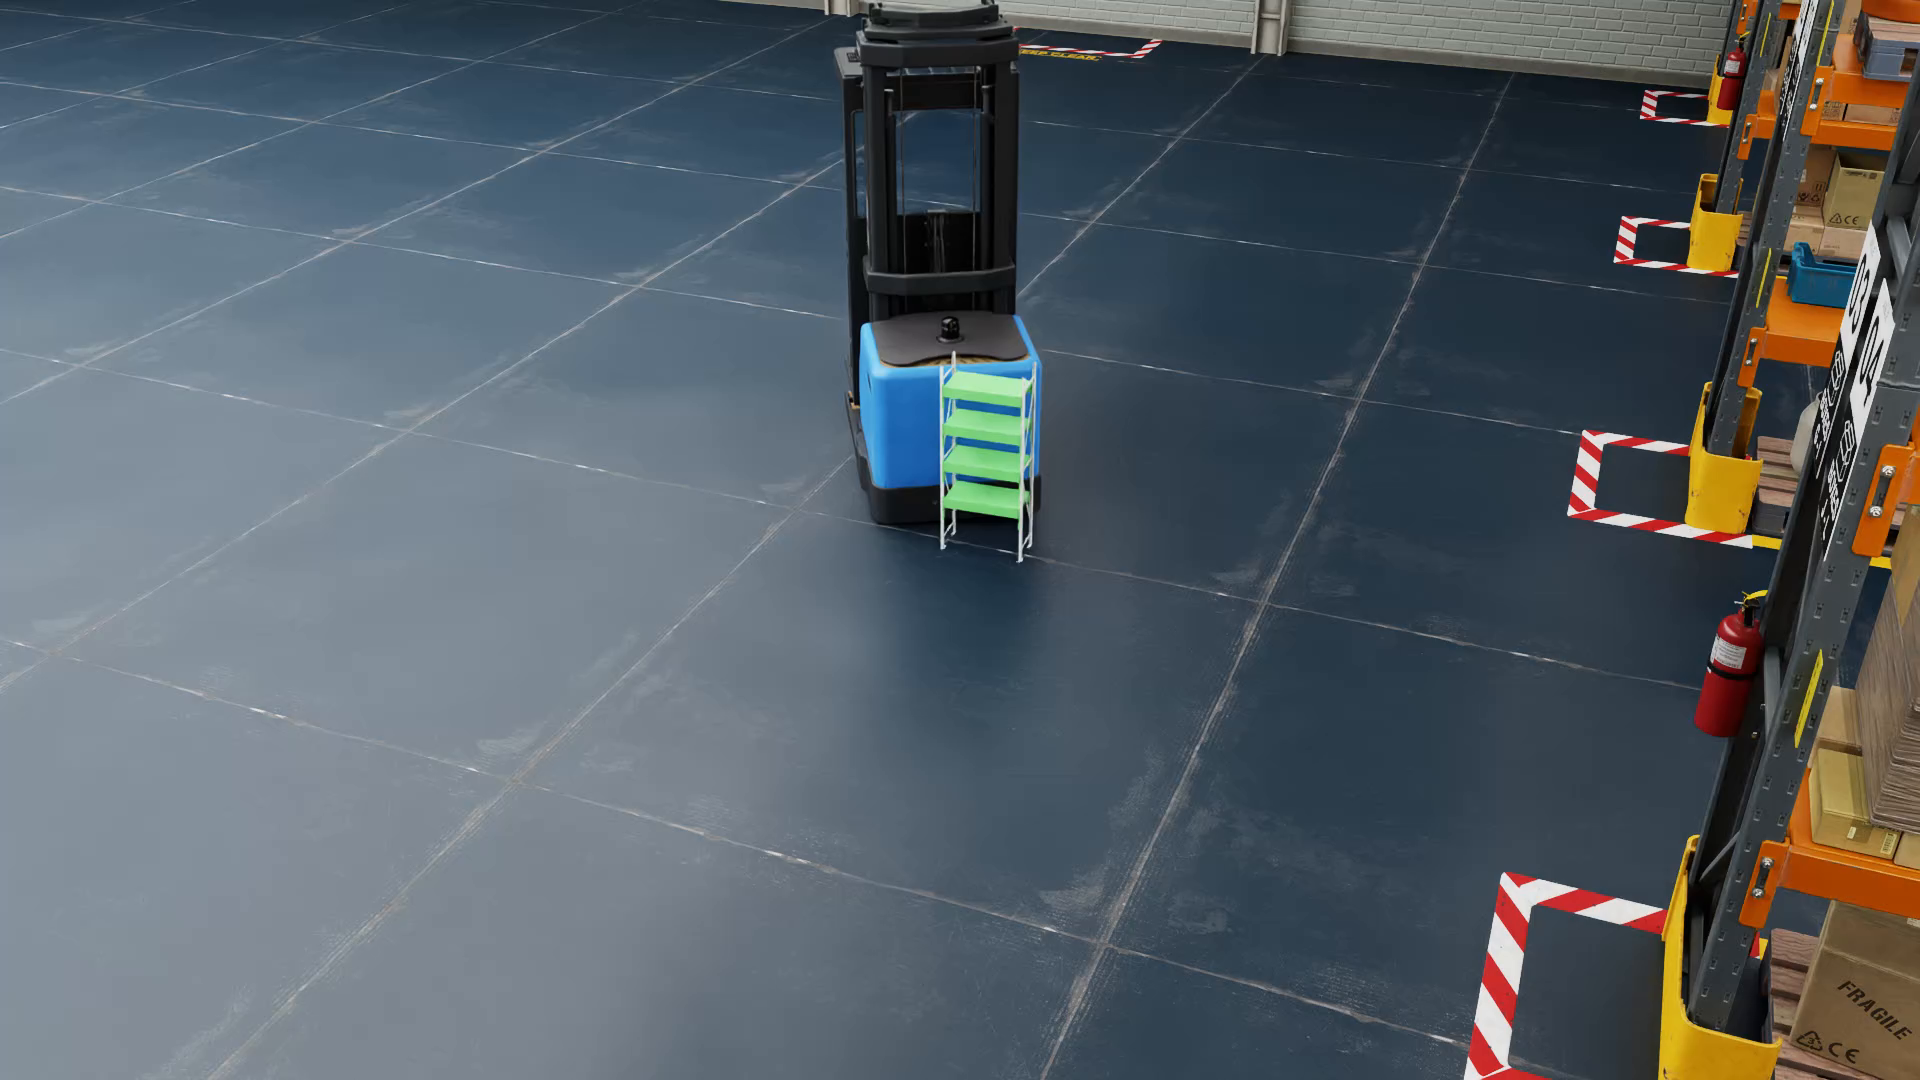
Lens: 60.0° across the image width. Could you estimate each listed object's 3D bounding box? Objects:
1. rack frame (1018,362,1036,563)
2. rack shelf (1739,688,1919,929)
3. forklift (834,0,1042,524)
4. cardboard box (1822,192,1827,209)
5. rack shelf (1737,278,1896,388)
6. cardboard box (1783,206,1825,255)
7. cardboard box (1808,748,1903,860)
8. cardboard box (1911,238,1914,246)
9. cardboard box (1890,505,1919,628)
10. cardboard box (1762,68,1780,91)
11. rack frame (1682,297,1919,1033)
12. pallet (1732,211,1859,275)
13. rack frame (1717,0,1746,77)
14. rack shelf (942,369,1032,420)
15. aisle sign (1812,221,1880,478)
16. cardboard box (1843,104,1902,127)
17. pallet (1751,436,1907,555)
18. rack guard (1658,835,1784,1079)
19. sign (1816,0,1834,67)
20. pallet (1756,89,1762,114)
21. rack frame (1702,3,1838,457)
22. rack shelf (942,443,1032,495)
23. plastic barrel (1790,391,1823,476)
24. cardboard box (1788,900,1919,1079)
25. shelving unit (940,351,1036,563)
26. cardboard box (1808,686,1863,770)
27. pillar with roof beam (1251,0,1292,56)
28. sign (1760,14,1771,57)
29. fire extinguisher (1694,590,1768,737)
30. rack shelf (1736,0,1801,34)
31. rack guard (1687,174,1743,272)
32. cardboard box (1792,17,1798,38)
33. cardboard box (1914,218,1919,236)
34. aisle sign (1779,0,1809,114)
[{"bbox_3d":[0.393,-0.441,9.722,0.015,1.200,0.240,9,31,16],"label":"rack frame"},{"bbox_3d":[4.778,1.322,5.505,4.000,0.370,1.077,11,31,19],"label":"rack shelf"},{"bbox_3d":[-0.213,-2.080,10.862,1.130,2.935,3.031,-4,30,-7],"label":"forklift"},{"bbox_3d":[7.728,-2.812,14.455,0.500,0.250,0.500,11,31,19],"label":"cardboard box"},{"bbox_3d":[6.640,-0.936,9.501,4.000,0.370,1.077,11,31,19],"label":"rack shelf"},{"bbox_3d":[7.066,-2.663,14.191,0.500,0.250,0.500,11,31,19],"label":"cardboard box"},{"bbox_3d":[3.099,0.910,5.759,0.250,0.149,0.380,11,31,19],"label":"cardboard box"},{"bbox_3d":[7.994,-2.479,13.867,0.500,0.250,0.500,11,31,19],"label":"cardboard box"},{"bbox_3d":[3.527,0.020,5.658,0.500,0.500,0.500,11,31,19],"label":"cardboard box"},{"bbox_3d":[9.119,-4.989,18.225,0.500,0.311,0.500,8,30,13],"label":"cardboard box"},{"bbox_3d":[2.924,0.639,5.983,0.127,3.000,1.000,11,31,19],"label":"rack frame"},{"bbox_3d":[7.377,-2.541,14.443,1.213,0.211,1.003,11,31,19],"label":"pallet"},{"bbox_3d":[8.511,-6.137,17.970,0.127,3.000,1.000,11,31,19],"label":"rack frame"},{"bbox_3d":[0.161,-0.841,9.584,0.480,0.148,0.258,9,31,16],"label":"rack shelf"},{"bbox_3d":[2.980,-0.641,5.605,0.004,0.787,0.394,11,31,19],"label":"aisle sign"},{"bbox_3d":[7.569,-3.734,13.617,0.500,0.500,0.700,12,32,20],"label":"cardboard box"},{"bbox_3d":[5.625,-0.260,10.407,1.213,0.211,1.003,11,31,19],"label":"pallet"},{"bbox_3d":[2.995,1.741,6.573,0.348,0.500,1.175,11,31,19],"label":"rack guard"},{"bbox_3d":[4.576,-2.679,8.796,0.005,0.325,0.100,11,31,19],"label":"sign"},{"bbox_3d":[9.321,-4.742,18.337,1.213,0.211,1.003,11,31,19],"label":"pallet"},{"bbox_3d":[4.787,-1.620,9.978,0.127,3.000,1.000,11,31,19],"label":"rack frame"},{"bbox_3d":[0.161,-0.423,9.820,0.480,0.148,0.258,9,31,16],"label":"rack shelf"},{"bbox_3d":[5.425,-0.632,10.333,0.421,0.512,0.421,0,29,0],"label":"plastic barrel"},{"bbox_3d":[3.497,1.667,6.277,0.500,0.500,0.500,18,34,28],"label":"cardboard box"},{"bbox_3d":[0.161,-0.479,9.789,0.503,1.200,0.258,9,31,16],"label":"shelving unit"},{"bbox_3d":[3.266,0.707,6.118,0.250,0.149,0.380,11,31,19],"label":"cardboard box"},{"bbox_3d":[2.307,-8.161,15.454,0.400,9.000,9.100,11,31,19],"label":"pillar with roof beam"},{"bbox_3d":[6.438,-4.037,13.295,0.005,0.325,0.100,11,31,19],"label":"sign"},{"bbox_3d":[2.992,0.441,6.411,0.183,0.674,0.296,11,31,19],"label":"fire extinguisher"},{"bbox_3d":[10.365,-5.454,17.493,4.000,0.370,1.077,11,31,19],"label":"rack shelf"},{"bbox_3d":[6.630,-2.794,14.596,0.348,0.500,1.175,11,31,19],"label":"rack guard"},{"bbox_3d":[7.078,-4.220,13.817,0.250,0.149,0.380,11,31,18],"label":"cardboard box"},{"bbox_3d":[7.998,-2.811,13.691,0.500,0.500,0.500,11,31,19],"label":"cardboard box"},{"bbox_3d":[4.832,-2.900,9.602,0.004,0.787,0.394,11,31,19],"label":"aisle sign"}]
